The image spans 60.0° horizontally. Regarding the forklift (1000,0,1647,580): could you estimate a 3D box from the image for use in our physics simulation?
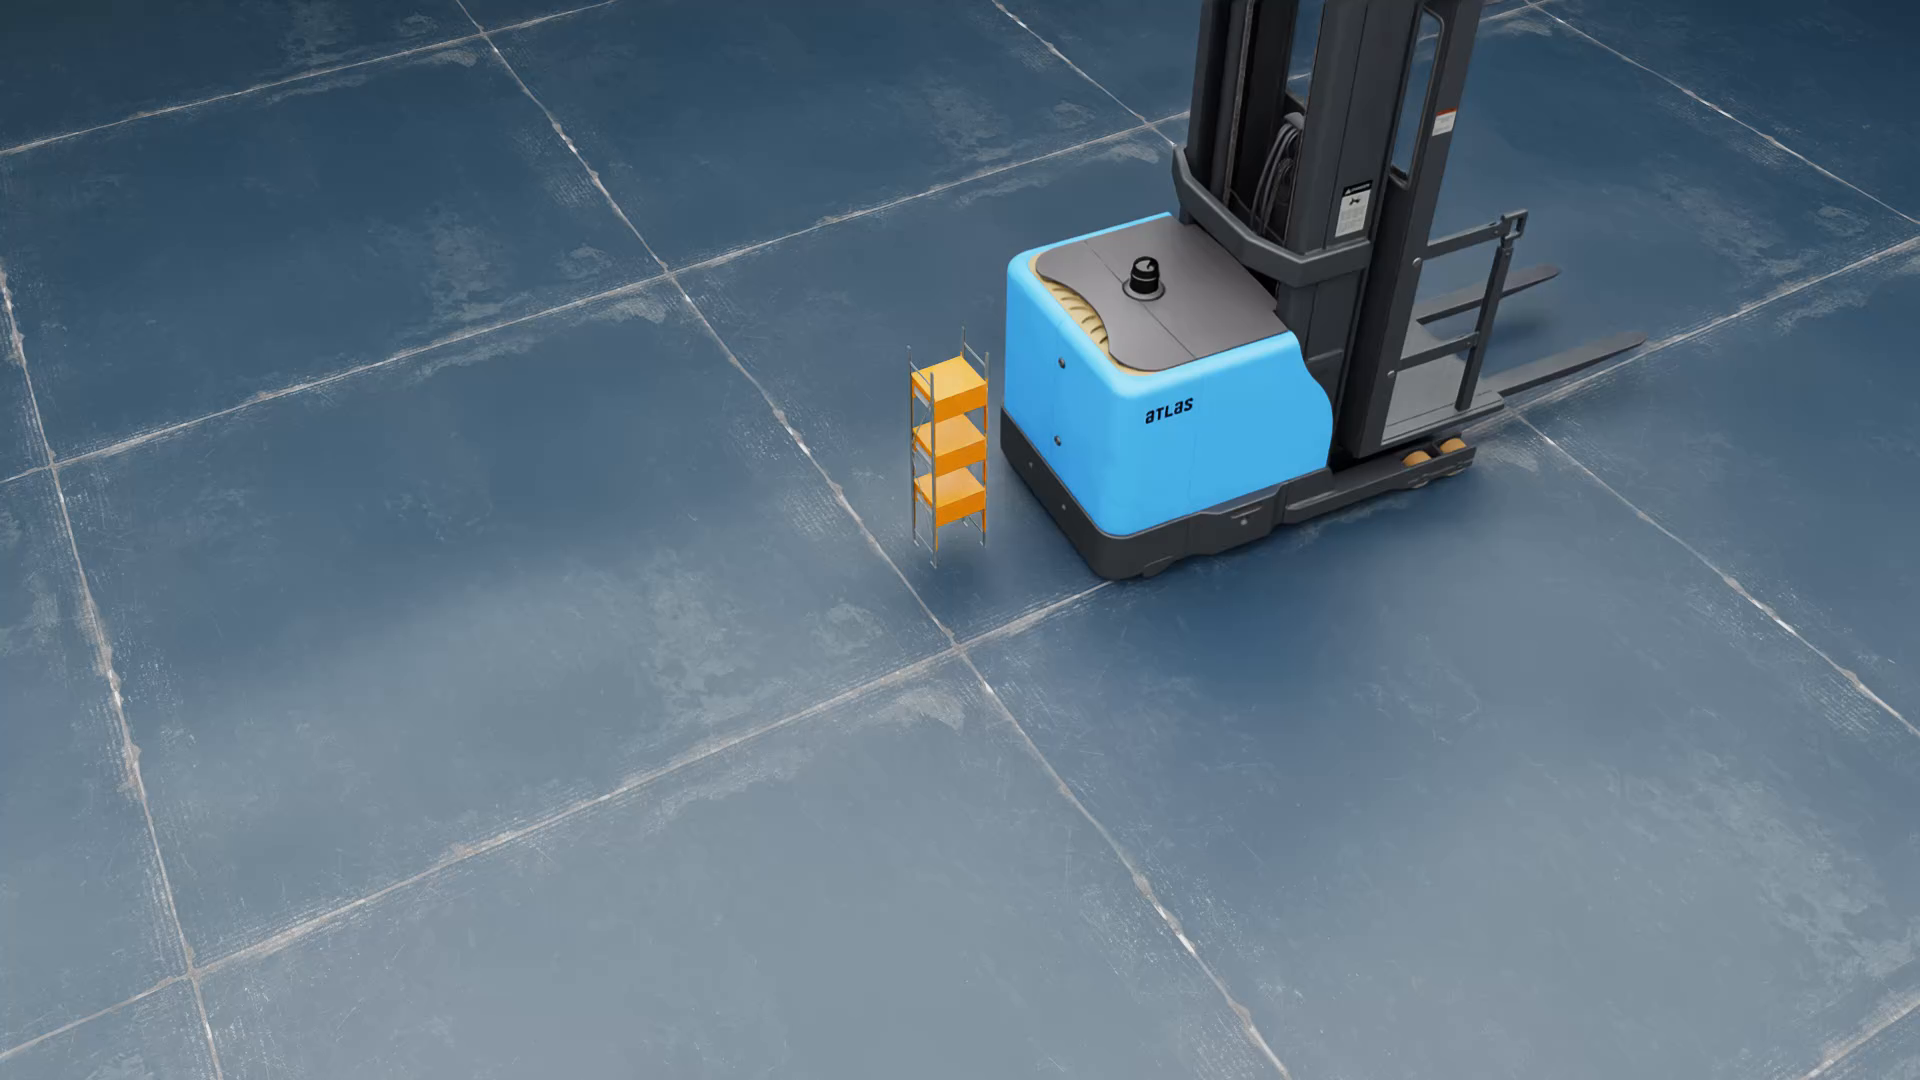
[{"bbox_3d":[1.737,-1.597,6.721,3.031,2.935,1.130,-19,47,-18],"label":"forklift"}]

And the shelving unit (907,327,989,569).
[{"bbox_3d":[-0.046,-0.358,6.795,0.252,1.050,0.215,-22,48,-21],"label":"shelving unit"}]

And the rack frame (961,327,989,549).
[{"bbox_3d":[0.059,-0.401,6.838,0.008,1.050,0.200,-22,48,-21],"label":"rack frame"}]

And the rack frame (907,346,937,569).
[{"bbox_3d":[-0.152,-0.316,6.751,0.008,1.050,0.200,-22,48,-21],"label":"rack frame"}]

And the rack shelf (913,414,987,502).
[{"bbox_3d":[-0.046,-0.351,6.802,0.240,0.259,0.215,-22,48,-21],"label":"rack shelf"}]

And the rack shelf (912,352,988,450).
[{"bbox_3d":[-0.046,-0.554,6.604,0.240,0.259,0.215,-22,48,-21],"label":"rack shelf"}]

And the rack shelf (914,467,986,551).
[{"bbox_3d":[-0.046,-0.151,6.996,0.240,0.259,0.215,-22,48,-21],"label":"rack shelf"}]
